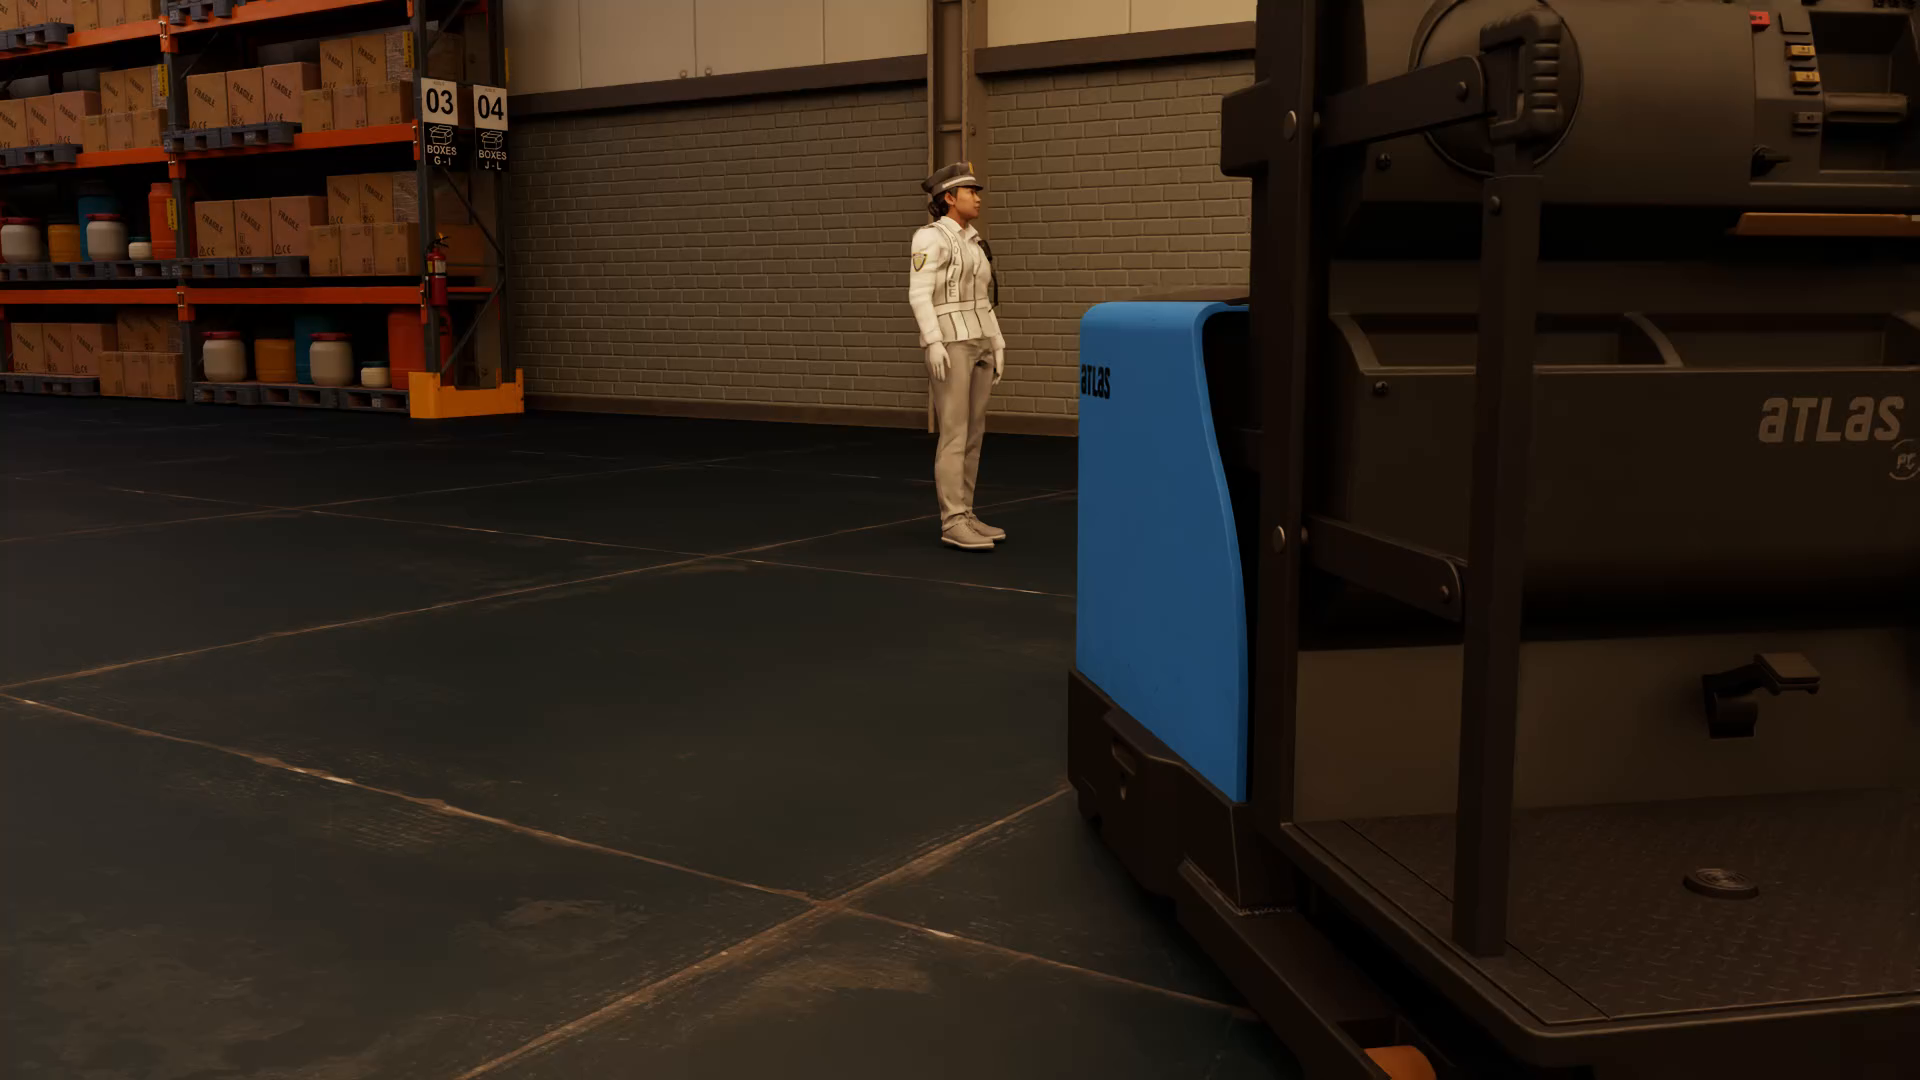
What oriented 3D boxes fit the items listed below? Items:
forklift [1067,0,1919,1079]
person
[{"bbox_3d":[1.010,-0.689,2.041,1.130,2.935,3.031,-2,8,-11],"label":"forklift"},{"bbox_3d":[0.053,-0.840,7.440,0.531,1.695,0.587,5,10,34],"label":"person"}]
